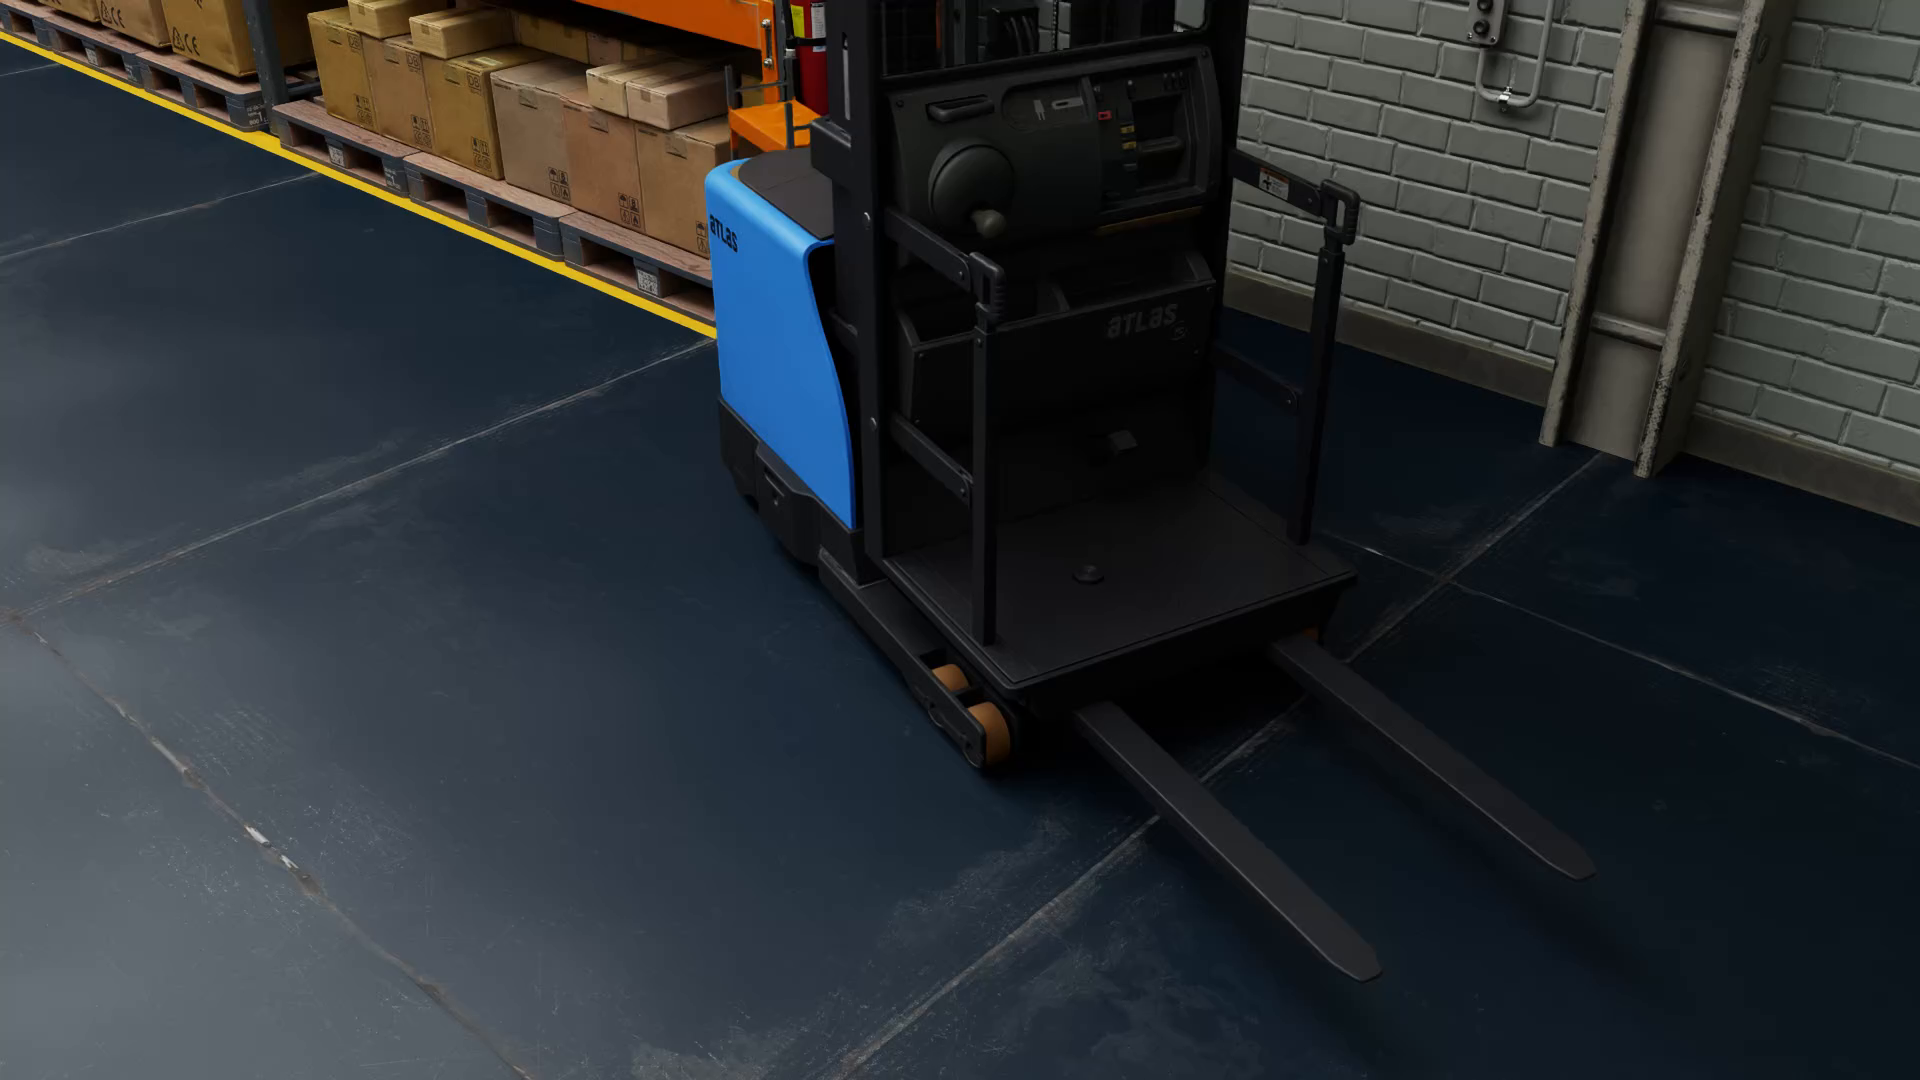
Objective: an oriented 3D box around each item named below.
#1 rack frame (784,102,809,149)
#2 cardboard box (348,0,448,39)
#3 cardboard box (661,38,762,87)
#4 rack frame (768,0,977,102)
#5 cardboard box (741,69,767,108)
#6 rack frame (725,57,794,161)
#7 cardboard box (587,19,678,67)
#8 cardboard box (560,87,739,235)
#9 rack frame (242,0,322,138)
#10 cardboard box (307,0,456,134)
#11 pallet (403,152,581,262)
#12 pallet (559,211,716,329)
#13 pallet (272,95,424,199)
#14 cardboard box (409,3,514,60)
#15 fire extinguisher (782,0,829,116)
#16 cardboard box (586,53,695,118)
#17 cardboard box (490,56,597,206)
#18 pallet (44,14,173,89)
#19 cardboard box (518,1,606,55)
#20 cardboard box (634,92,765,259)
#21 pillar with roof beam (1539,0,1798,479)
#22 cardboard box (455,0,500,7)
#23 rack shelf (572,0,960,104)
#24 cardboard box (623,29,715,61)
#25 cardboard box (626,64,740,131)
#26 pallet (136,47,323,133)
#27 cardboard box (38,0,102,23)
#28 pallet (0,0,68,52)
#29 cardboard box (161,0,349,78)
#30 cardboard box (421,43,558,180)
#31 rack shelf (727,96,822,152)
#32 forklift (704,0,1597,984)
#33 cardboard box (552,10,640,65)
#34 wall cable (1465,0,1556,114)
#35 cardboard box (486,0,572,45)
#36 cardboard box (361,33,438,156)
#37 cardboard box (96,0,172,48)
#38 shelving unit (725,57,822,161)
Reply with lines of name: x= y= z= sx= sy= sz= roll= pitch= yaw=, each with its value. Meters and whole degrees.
rack frame: x=-0.440 y=-0.876 z=5.541 sx=0.240 sy=1.200 sz=0.015 roll=-16 pitch=35 yaw=-25
cardboard box: x=-2.659 y=-2.505 z=7.891 sx=0.250 sy=0.149 sz=0.380 roll=27 pitch=40 yaw=37
cardboard box: x=-1.046 y=-2.020 z=7.084 sx=0.250 sy=0.149 sz=0.380 roll=25 pitch=39 yaw=35
rack frame: x=-0.310 y=-2.220 z=6.030 sx=0.127 sy=3.000 sz=1.000 roll=25 pitch=39 yaw=35
cardboard box: x=-0.670 y=-1.845 z=6.793 sx=0.250 sy=0.149 sz=0.380 roll=25 pitch=39 yaw=35
rack frame: x=-0.677 y=-1.096 z=5.907 sx=0.240 sy=1.200 sz=0.015 roll=-16 pitch=35 yaw=-25
cardboard box: x=-1.420 y=-2.194 z=7.374 sx=0.250 sy=0.149 sz=0.380 roll=26 pitch=39 yaw=36
cardboard box: x=-1.268 y=-1.707 z=7.193 sx=0.500 sy=0.500 sz=0.700 roll=25 pitch=39 yaw=35
rack frame: x=-3.276 y=-3.605 z=8.330 sx=0.127 sy=3.000 sz=1.000 roll=25 pitch=39 yaw=35
cardboard box: x=-2.790 y=-2.416 z=8.371 sx=0.500 sy=0.500 sz=0.700 roll=26 pitch=39 yaw=36
pallet: x=-1.856 y=-1.695 z=7.861 sx=1.213 sy=0.211 sz=1.003 roll=25 pitch=39 yaw=35
pallet: x=-0.956 y=-1.273 z=7.159 sx=1.213 sy=0.211 sz=1.003 roll=25 pitch=39 yaw=35
pallet: x=-2.765 y=-2.117 z=8.562 sx=1.213 sy=0.211 sz=1.003 roll=25 pitch=39 yaw=35
cardboard box: x=-2.272 y=-2.325 z=7.591 sx=0.250 sy=0.149 sz=0.380 roll=24 pitch=38 yaw=34
fire extinguisher: x=-0.508 y=-1.799 z=5.766 sx=0.183 sy=0.674 sz=0.296 roll=25 pitch=39 yaw=35
cardboard box: x=-1.304 y=-1.874 z=6.843 sx=0.250 sy=0.149 sz=0.380 roll=26 pitch=40 yaw=36
cardboard box: x=-1.641 y=-1.880 z=7.482 sx=0.500 sy=0.500 sz=0.700 roll=24 pitch=38 yaw=34
pallet: x=-4.808 y=-3.071 z=10.146 sx=1.213 sy=0.211 sz=1.003 roll=25 pitch=39 yaw=35
cardboard box: x=-1.798 y=-2.371 z=7.667 sx=0.250 sy=0.149 sz=0.380 roll=24 pitch=39 yaw=34
cardboard box: x=-0.896 y=-1.534 z=6.905 sx=0.500 sy=0.500 sz=0.700 roll=25 pitch=39 yaw=35
pillar with roof beam: x=-0.617 y=-2.541 z=0.746 sx=0.400 sy=9.000 sz=9.100 roll=25 pitch=39 yaw=35
cardboard box: x=-2.177 y=-2.547 z=7.961 sx=0.250 sy=0.149 sz=0.380 roll=24 pitch=38 yaw=34
rack shelf: x=-1.793 y=-2.604 z=7.365 sx=4.000 sy=0.370 sz=1.077 roll=25 pitch=39 yaw=35
cardboard box: x=-1.231 y=-2.106 z=7.228 sx=0.250 sy=0.149 sz=0.380 roll=25 pitch=39 yaw=35
cardboard box: x=-1.114 y=-1.786 z=6.696 sx=0.250 sy=0.149 sz=0.380 roll=25 pitch=39 yaw=35
pallet: x=-3.899 y=-2.648 z=9.445 sx=1.213 sy=0.211 sz=1.003 roll=25 pitch=39 yaw=35
cardboard box: x=-5.139 y=-3.638 z=10.062 sx=0.750 sy=0.750 sz=0.750 roll=25 pitch=39 yaw=35
pallet: x=-5.708 y=-3.493 z=10.847 sx=1.213 sy=0.211 sz=1.003 roll=25 pitch=39 yaw=35
cardboard box: x=-3.845 y=-3.039 z=9.067 sx=0.750 sy=0.750 sz=0.750 roll=26 pitch=39 yaw=36
cardboard box: x=-2.041 y=-2.062 z=7.784 sx=0.500 sy=0.500 sz=0.700 roll=26 pitch=40 yaw=36
rack shelf: x=-0.559 y=-1.322 z=5.521 sx=0.258 sy=0.148 sz=0.480 roll=-16 pitch=35 yaw=-25
forklift: x=0.361 y=-0.941 z=3.971 sx=1.130 sy=2.935 sz=3.031 roll=-16 pitch=35 yaw=-25
cardboard box: x=-1.611 y=-2.283 z=7.521 sx=0.250 sy=0.149 sz=0.380 roll=25 pitch=39 yaw=36
wall cable: x=1.274 y=-2.574 z=5.633 sx=1.851 sy=1.984 sz=0.084 roll=25 pitch=39 yaw=35
cardboard box: x=-1.990 y=-2.460 z=7.815 sx=0.250 sy=0.149 sz=0.380 roll=25 pitch=39 yaw=36
cardboard box: x=-2.420 y=-2.241 z=8.080 sx=0.500 sy=0.500 sz=0.700 roll=25 pitch=39 yaw=35
cardboard box: x=-4.506 y=-3.346 z=9.576 sx=0.750 sy=0.750 sz=0.750 roll=26 pitch=40 yaw=36
shelving unit: x=-0.558 y=-0.986 z=5.724 sx=0.258 sy=1.200 sz=0.503 roll=-16 pitch=35 yaw=-25
